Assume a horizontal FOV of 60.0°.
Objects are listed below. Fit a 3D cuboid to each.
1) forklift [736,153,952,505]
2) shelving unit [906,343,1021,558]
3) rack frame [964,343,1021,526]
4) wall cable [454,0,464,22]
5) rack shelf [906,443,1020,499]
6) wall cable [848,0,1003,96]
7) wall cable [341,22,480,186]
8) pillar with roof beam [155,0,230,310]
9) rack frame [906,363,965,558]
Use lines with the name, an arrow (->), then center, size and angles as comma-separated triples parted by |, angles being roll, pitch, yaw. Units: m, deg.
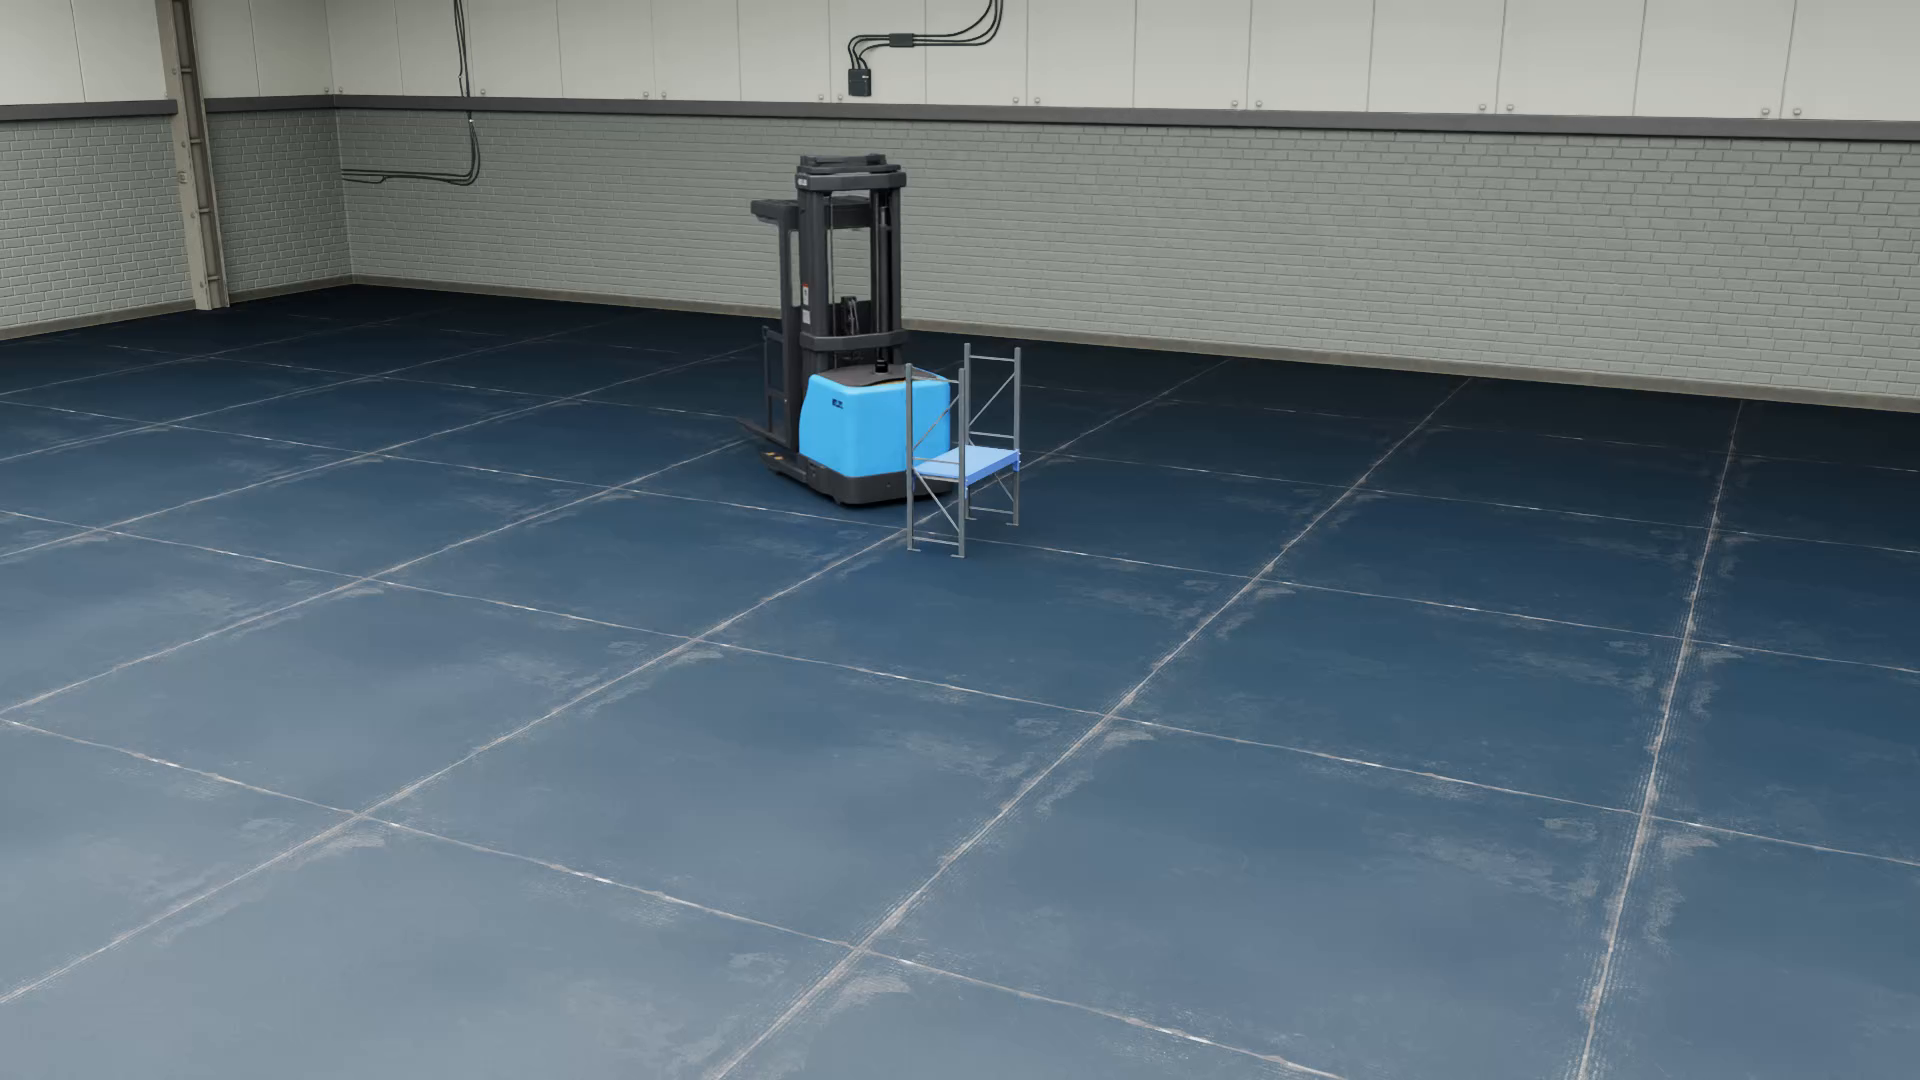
forklift -> -1.232, -2.080, 15.380 | 1.130, 2.935, 3.031 | -9, 19, -28
shelving unit -> 0.038, -0.741, 13.384 | 0.538, 1.500, 1.048 | 8, 18, 25
rack frame -> 0.265, -0.870, 13.820 | 0.500, 1.500, 0.032 | 8, 18, 25
wall cable -> -6.560, -9.052, 24.781 | 3.097, 2.526, 0.112 | 8, 18, 25
rack shelf -> 0.038, -0.568, 13.435 | 0.538, 0.185, 1.000 | 8, 18, 25
wall cable -> -0.494, -8.882, 21.652 | 2.305, 6.003, 0.169 | 8, 18, 25
wall cable -> -8.980, -6.976, 26.658 | 3.097, 2.526, 0.112 | 8, 18, 25
pillar with roof beam -> -7.628, -7.334, 22.412 | 9.100, 9.000, 0.400 | 8, 18, 25
rack frame -> -0.189, -0.611, 12.948 | 0.500, 1.500, 0.032 | 8, 18, 25
